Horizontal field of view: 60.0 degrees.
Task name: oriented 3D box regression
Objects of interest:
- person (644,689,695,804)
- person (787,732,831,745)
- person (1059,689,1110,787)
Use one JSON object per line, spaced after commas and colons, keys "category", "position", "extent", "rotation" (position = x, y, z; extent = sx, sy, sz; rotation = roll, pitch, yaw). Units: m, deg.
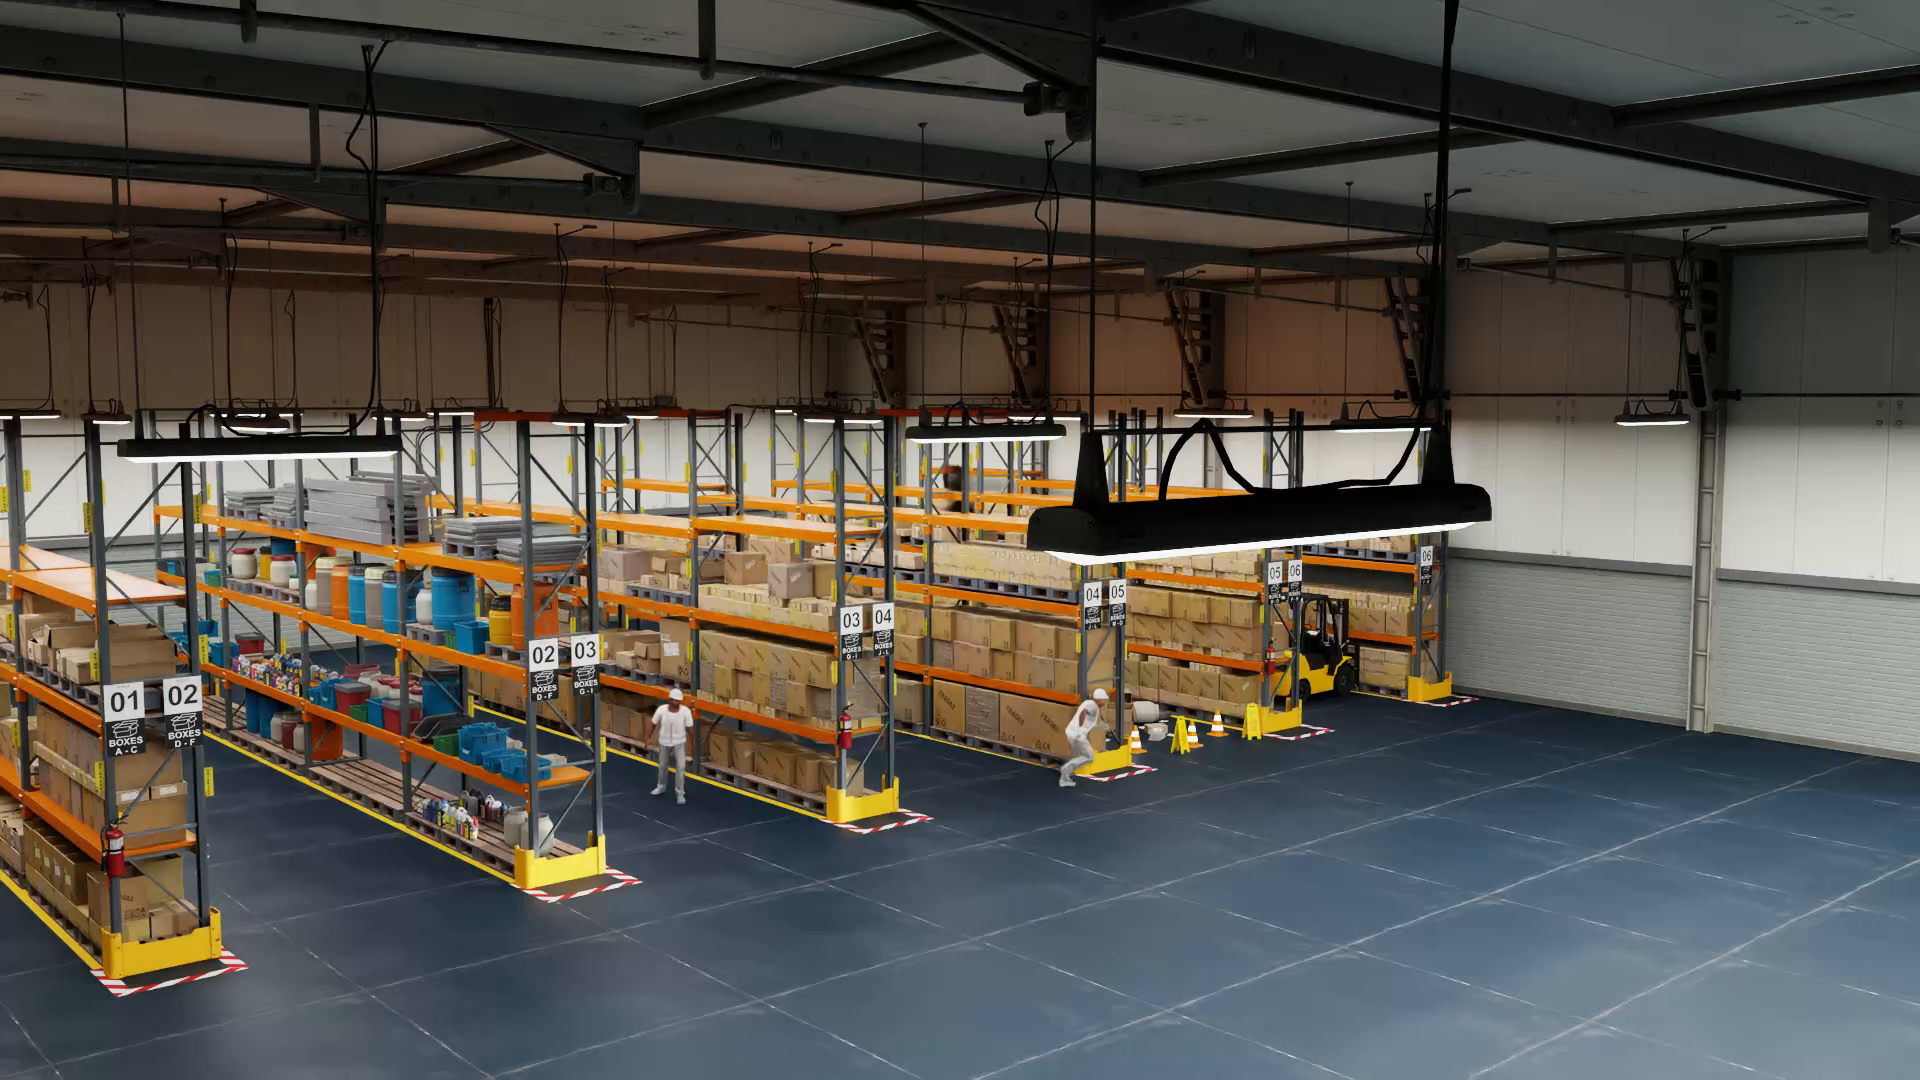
{"category": "person", "position": [-4.539, 3.185, 25.971], "extent": [0.774, 1.760, 0.766], "rotation": [-1, 5, -7]}
{"category": "person", "position": [-2.728, 2.879, 30.033], "extent": [0.841, 1.654, 0.599], "rotation": [2, 5, 22]}
{"category": "person", "position": [2.014, 3.190, 26.737], "extent": [0.832, 1.588, 0.717], "rotation": [-1, 5, -6]}
